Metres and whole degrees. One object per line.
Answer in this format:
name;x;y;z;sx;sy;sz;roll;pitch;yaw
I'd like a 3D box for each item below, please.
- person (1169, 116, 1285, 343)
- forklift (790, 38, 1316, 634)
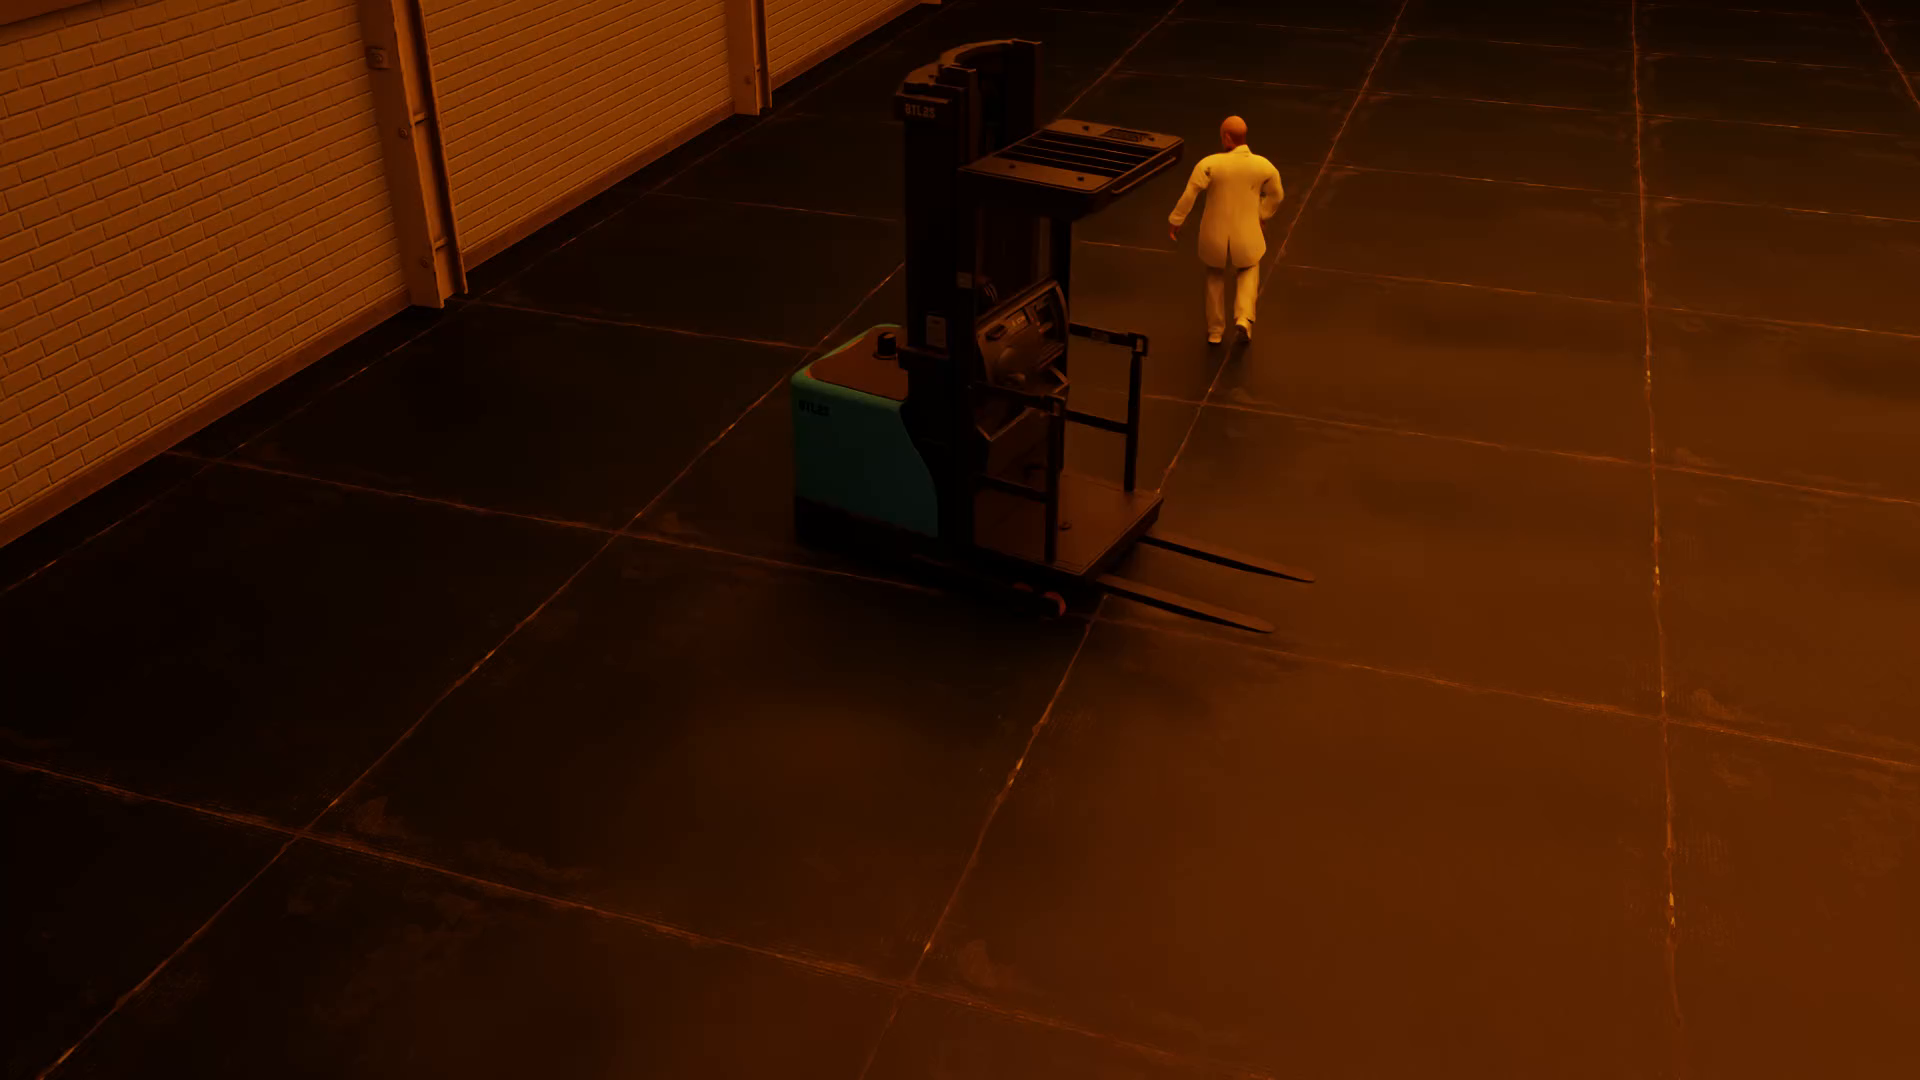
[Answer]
person;1.968;-2.300;12.385;0.829;1.750;0.517;5;30;9
forklift;0.524;-1.118;9.098;3.031;2.935;1.130;17;34;27
